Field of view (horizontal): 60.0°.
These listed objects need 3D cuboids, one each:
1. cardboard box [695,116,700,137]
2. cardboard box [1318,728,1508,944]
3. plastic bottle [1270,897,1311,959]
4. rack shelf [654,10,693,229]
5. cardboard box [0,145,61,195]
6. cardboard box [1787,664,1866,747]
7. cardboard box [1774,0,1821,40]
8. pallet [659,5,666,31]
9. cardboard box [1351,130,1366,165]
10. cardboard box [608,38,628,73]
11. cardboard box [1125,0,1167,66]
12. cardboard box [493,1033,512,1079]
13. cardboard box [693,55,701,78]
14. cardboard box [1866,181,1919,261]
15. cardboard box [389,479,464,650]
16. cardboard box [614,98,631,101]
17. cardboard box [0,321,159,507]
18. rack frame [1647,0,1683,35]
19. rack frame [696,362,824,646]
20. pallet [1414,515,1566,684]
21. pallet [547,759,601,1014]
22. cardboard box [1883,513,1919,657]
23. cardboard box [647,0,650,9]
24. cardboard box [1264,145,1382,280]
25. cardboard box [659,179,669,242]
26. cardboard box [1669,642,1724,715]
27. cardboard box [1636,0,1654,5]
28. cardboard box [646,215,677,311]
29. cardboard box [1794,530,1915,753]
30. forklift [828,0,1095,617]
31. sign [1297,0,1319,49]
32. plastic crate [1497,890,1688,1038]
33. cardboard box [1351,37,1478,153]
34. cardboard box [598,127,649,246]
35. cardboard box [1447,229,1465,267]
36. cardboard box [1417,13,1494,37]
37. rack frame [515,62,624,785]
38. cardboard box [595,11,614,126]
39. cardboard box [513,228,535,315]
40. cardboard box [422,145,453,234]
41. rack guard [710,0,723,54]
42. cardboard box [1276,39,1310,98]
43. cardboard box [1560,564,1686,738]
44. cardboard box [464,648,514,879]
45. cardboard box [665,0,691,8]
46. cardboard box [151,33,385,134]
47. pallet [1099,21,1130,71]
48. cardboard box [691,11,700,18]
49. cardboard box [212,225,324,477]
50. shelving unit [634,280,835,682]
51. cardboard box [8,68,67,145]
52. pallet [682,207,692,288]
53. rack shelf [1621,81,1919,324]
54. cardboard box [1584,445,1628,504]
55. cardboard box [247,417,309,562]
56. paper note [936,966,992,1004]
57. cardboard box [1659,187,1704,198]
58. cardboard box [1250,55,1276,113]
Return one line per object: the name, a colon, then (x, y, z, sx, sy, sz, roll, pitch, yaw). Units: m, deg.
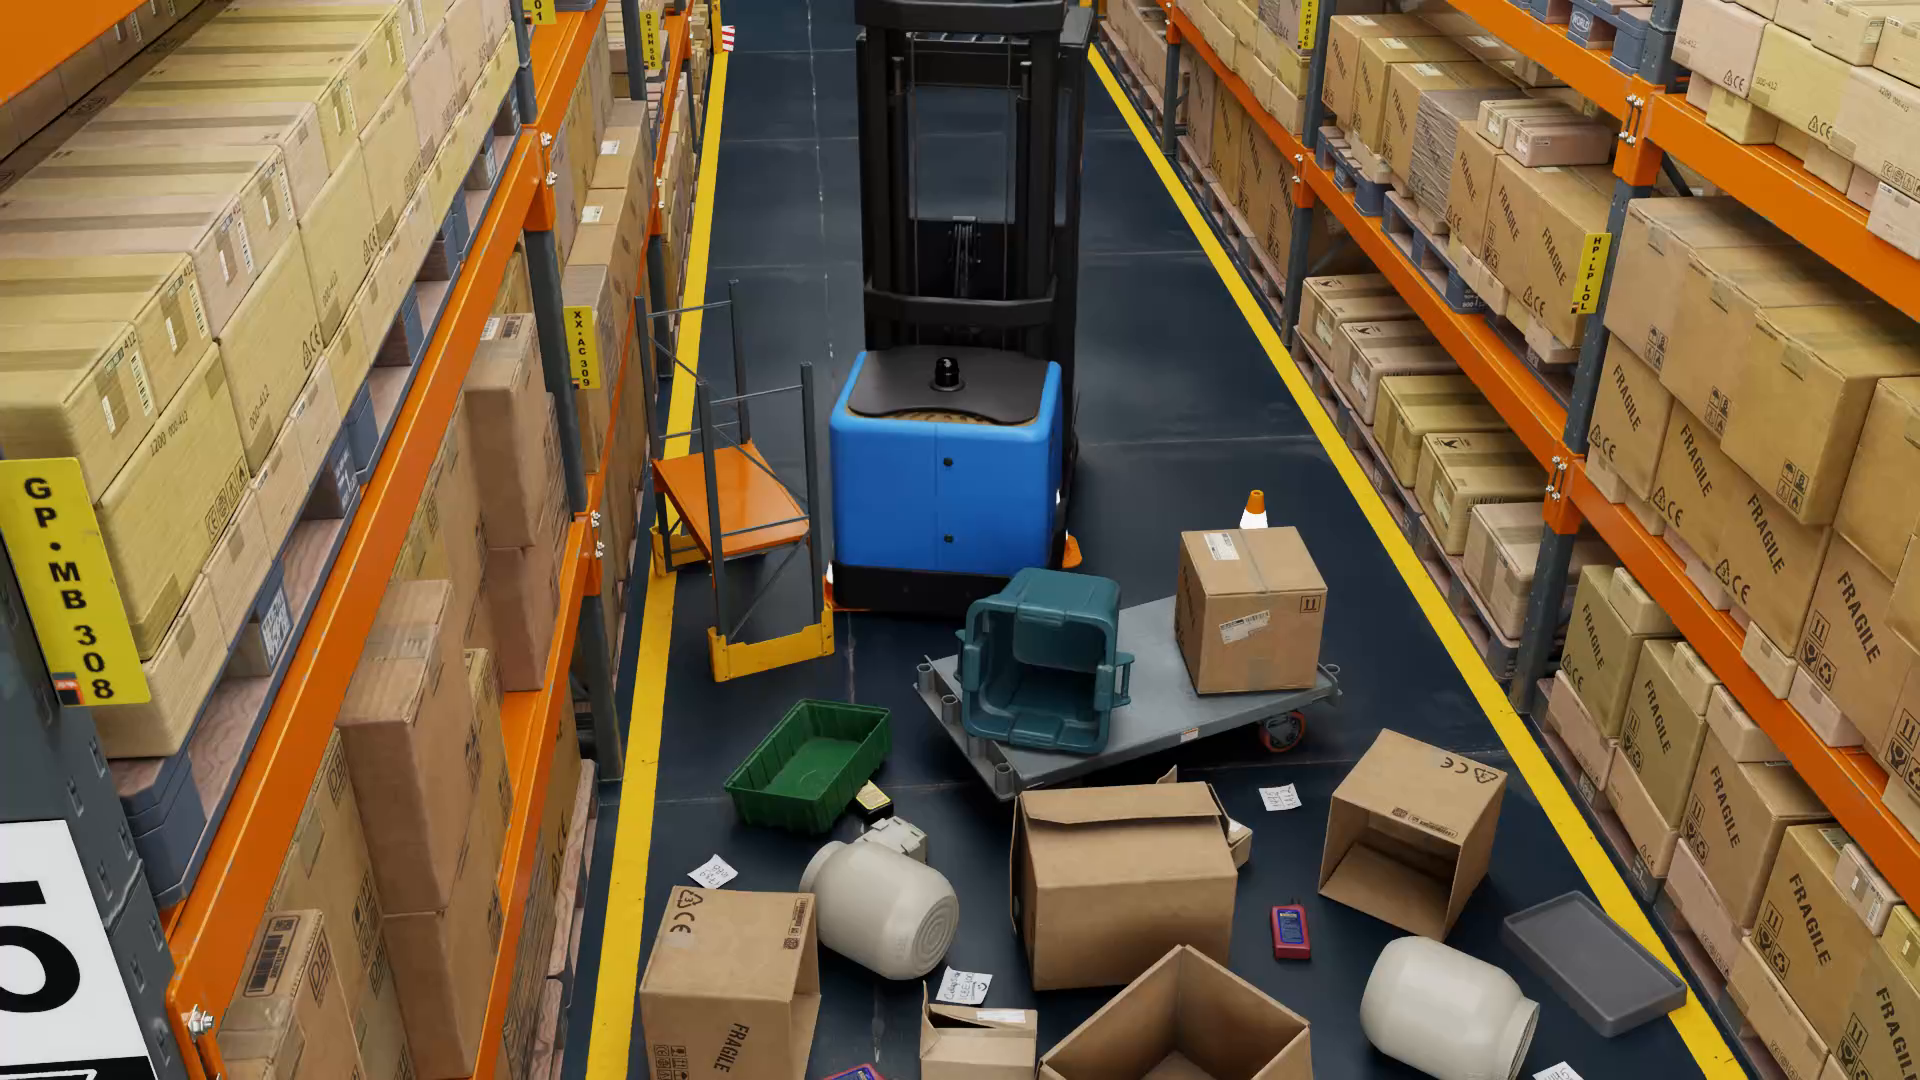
cardboard box: (-2.395, -3.510, 14.072, 0.380, 0.149, 0.250, -4, 31, -7)
cardboard box: (1.730, 1.127, 6.373, 0.500, 0.500, 0.500, 20, 36, 29)
plastic bottle: (1.238, 1.453, 6.257, 0.133, 0.061, 0.283, 2, 31, 4)
rack shelf: (-2.494, -3.023, 11.587, 1.077, 0.370, 4.000, -3, 31, -5)
cardboard box: (-1.976, -0.549, 3.167, 0.500, 0.250, 0.500, -3, 31, -5)
cardboard box: (2.857, 0.508, 5.220, 0.380, 0.149, 0.250, -3, 31, -5)
cardboard box: (2.759, -1.636, 5.106, 0.380, 0.149, 0.250, -4, 31, -6)
pallet: (-2.755, -3.873, 12.496, 1.003, 0.211, 1.213, -3, 31, -5)
cardboard box: (2.429, -2.209, 9.359, 0.380, 0.149, 0.250, -5, 31, -8)
cardboard box: (-2.158, -2.886, 9.911, 0.380, 0.149, 0.250, -3, 31, -5)
cardboard box: (2.119, -4.965, 16.226, 0.875, 0.438, 0.875, -2, 31, -3)
cardboard box: (-1.774, 1.714, 4.618, 0.875, 0.875, 0.875, -3, 31, -5)
cardboard box: (-2.553, -4.296, 15.098, 0.380, 0.149, 0.250, -3, 31, -5)
cardboard box: (2.803, -0.904, 4.658, 0.380, 0.149, 0.250, -3, 31, -6)
cardboard box: (-1.796, 0.221, 4.255, 0.875, 0.550, 0.500, -3, 31, -5)
cardboard box: (-2.148, -2.621, 10.048, 0.380, 0.149, 0.250, -3, 31, -5)
cardboard box: (-1.274, -0.157, 2.123, 0.380, 0.149, 0.250, -2, 31, -4)
rack frame: (2.985, -3.133, 5.219, 1.000, 3.000, 0.127, -3, 31, -5)
rack frame: (-0.864, -0.058, 7.385, 0.500, 1.500, 0.032, -13, 33, -21)
pallet: (2.911, 0.243, 8.138, 1.003, 0.211, 1.213, -3, 31, -5)
pallet: (-1.941, 1.321, 6.333, 1.003, 0.211, 1.213, -3, 31, -5)
cardboard box: (2.904, 0.121, 4.260, 0.700, 0.500, 0.500, -3, 31, -5)
cardboard box: (-2.302, -3.682, 11.245, 0.380, 0.149, 0.250, -3, 31, -5)
cardboard box: (2.630, -2.224, 11.211, 0.875, 0.875, 0.875, -3, 31, -5)
cardboard box: (-2.131, -2.103, 10.643, 0.500, 0.250, 0.500, -4, 31, -7)
cardboard box: (2.773, 0.486, 5.919, 0.380, 0.149, 0.250, -2, 31, -3)
cardboard box: (2.786, -2.252, 6.407, 0.500, 0.250, 0.500, -3, 31, -6)
cardboard box: (-2.120, -1.791, 10.851, 0.500, 0.500, 0.500, -4, 31, -7)
cardboard box: (2.920, 0.279, 4.969, 0.500, 0.500, 0.500, -2, 31, -4)
forklift: (0.083, -1.606, 8.581, 1.130, 2.935, 3.031, 4, 31, 6)
sign: (2.059, -3.068, 9.832, 0.100, 0.325, 0.005, -3, 31, -5)
plastic crate: (2.315, 1.537, 6.098, 0.402, 0.080, 0.583, -14, 33, -22)
cardboard box: (2.479, -2.444, 9.119, 0.500, 0.500, 0.500, -1, 31, -2)
cardboard box: (-1.953, -1.882, 8.878, 0.500, 0.500, 0.500, -3, 31, -5)
cardboard box: (2.581, -1.401, 8.005, 0.380, 0.149, 0.250, -3, 31, -5)
cardboard box: (2.931, -2.731, 9.601, 0.500, 0.500, 0.500, -4, 31, -6)
rack frame: (-1.934, -0.268, 6.274, 1.000, 3.000, 0.127, -3, 31, -5)
cardboard box: (-2.276, -2.553, 9.026, 0.700, 0.500, 0.500, -3, 31, -5)
cardboard box: (-1.986, -0.994, 6.416, 0.700, 0.500, 0.500, -3, 31, -5)
cardboard box: (-1.461, -0.850, 4.062, 0.380, 0.149, 0.250, -3, 31, -5)
rack guard: (-3.048, -5.283, 17.107, 1.175, 0.500, 0.348, -3, 31, -5)
cardboard box: (2.313, -2.985, 10.480, 0.500, 0.250, 0.500, -3, 31, -5)
cardboard box: (2.771, 0.435, 6.637, 0.500, 0.500, 0.500, -1, 31, -2)
cardboard box: (-1.731, 0.682, 4.537, 0.875, 0.550, 0.500, -3, 31, -5)
cardboard box: (-2.382, -4.405, 13.445, 0.380, 0.149, 0.250, -2, 31, -3)
cardboard box: (-1.416, -0.937, 3.429, 0.380, 0.149, 0.250, -2, 31, -4)
pallet: (2.017, -5.082, 17.052, 1.003, 0.211, 1.213, -3, 31, -5)
cardboard box: (-2.675, -4.956, 15.913, 0.380, 0.149, 0.250, -4, 31, -7)
cardboard box: (-1.398, -0.318, 2.782, 0.500, 0.250, 0.500, -3, 31, -5)
shelving unit: (-1.076, -0.300, 7.790, 0.587, 1.500, 1.083, -13, 33, -21)
cardboard box: (-2.072, -0.906, 3.377, 0.380, 0.149, 0.250, -3, 31, -4)
pallet: (-2.490, -2.134, 12.117, 1.003, 0.211, 1.213, -3, 31, -5)
rack shelf: (3.172, -0.515, 4.463, 1.077, 0.370, 4.000, -3, 31, -5)
cardboard box: (2.695, -0.273, 6.527, 0.380, 0.149, 0.250, -3, 31, -5)
cardboard box: (-1.320, -0.078, 2.768, 0.380, 0.149, 0.250, -3, 31, -4)
paper note: (0.015, 1.615, 6.023, 0.172, 0.023, 0.155, 8, 32, 13)
cardboard box: (3.227, -1.161, 6.972, 0.500, 0.500, 0.500, -2, 31, -3)
cardboard box: (2.242, -3.041, 11.062, 0.500, 0.250, 0.500, -2, 31, -4)
